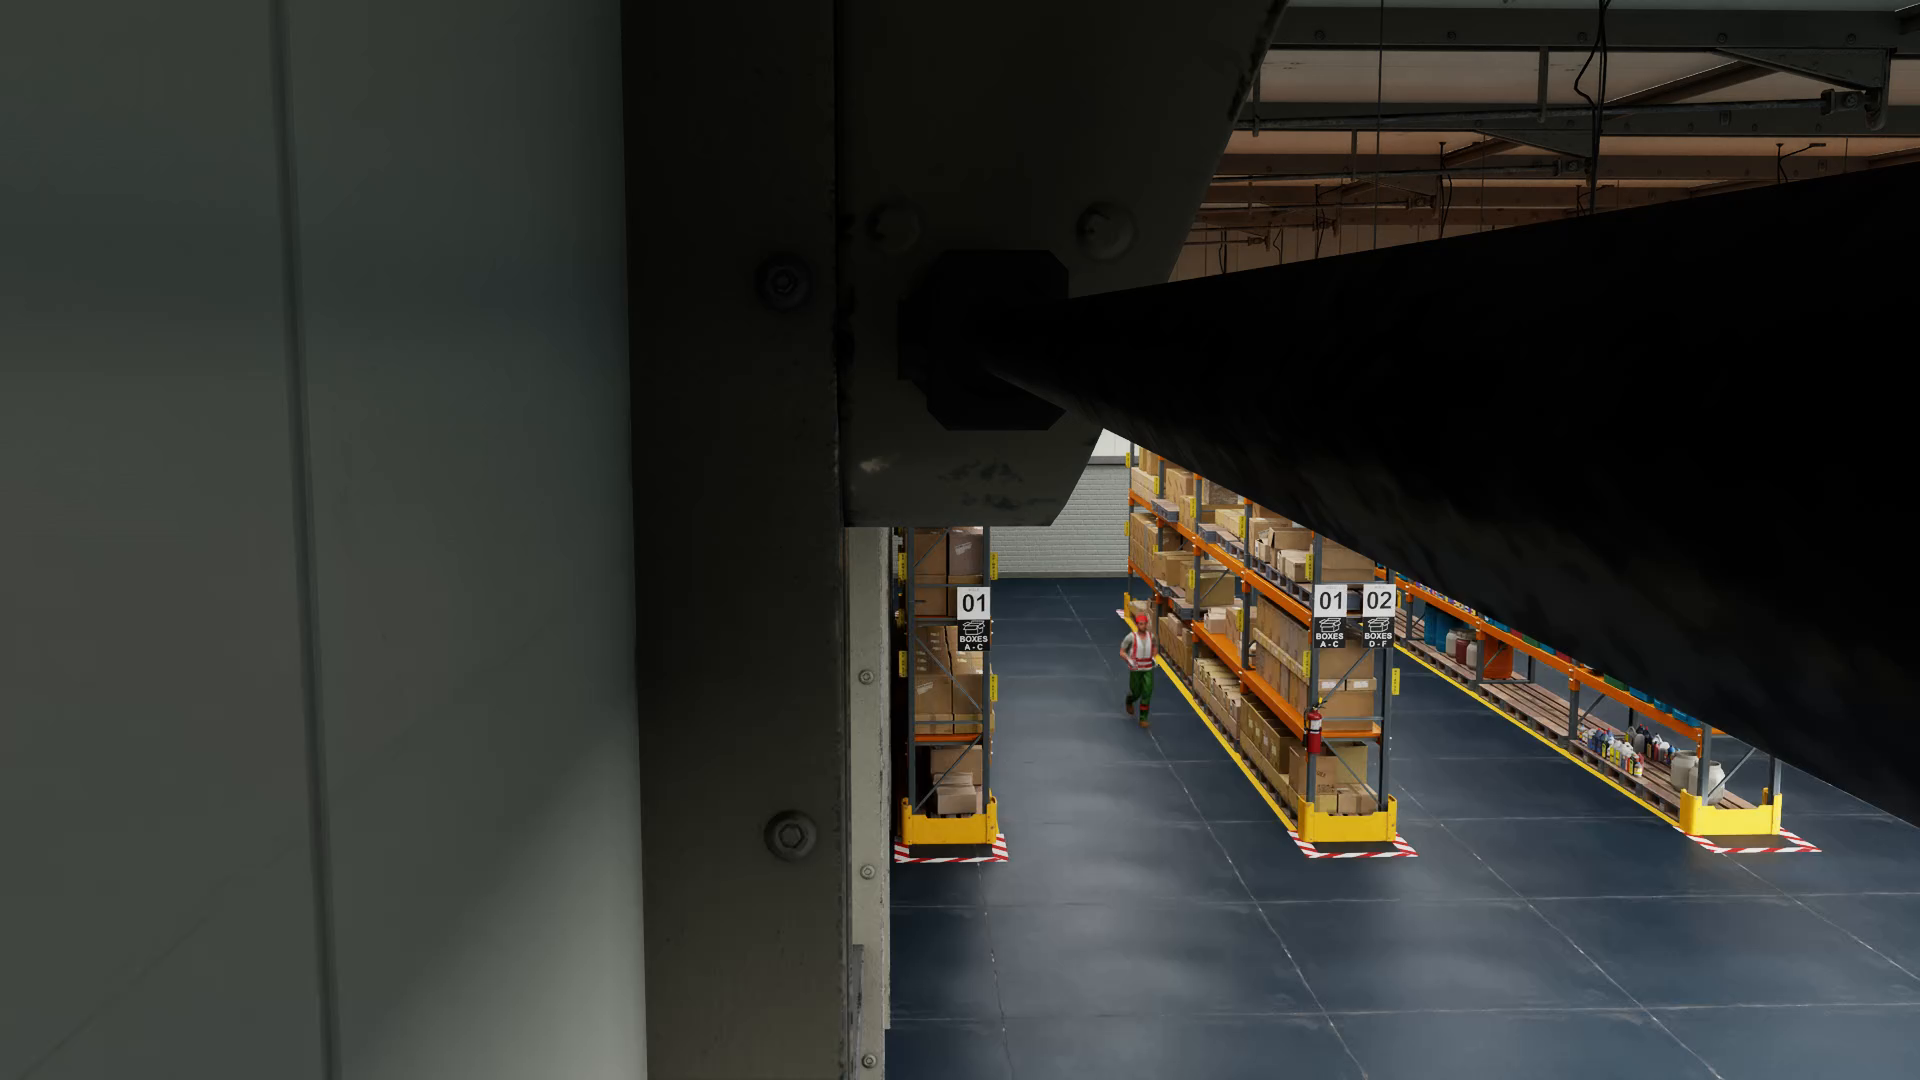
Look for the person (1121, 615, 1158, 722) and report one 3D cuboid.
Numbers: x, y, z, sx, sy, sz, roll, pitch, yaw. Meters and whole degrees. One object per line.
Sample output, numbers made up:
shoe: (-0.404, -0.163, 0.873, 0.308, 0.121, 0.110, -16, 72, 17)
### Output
person: (2.864, 2.027, 26.522, 0.632, 1.709, 0.669, -2, 8, -13)
